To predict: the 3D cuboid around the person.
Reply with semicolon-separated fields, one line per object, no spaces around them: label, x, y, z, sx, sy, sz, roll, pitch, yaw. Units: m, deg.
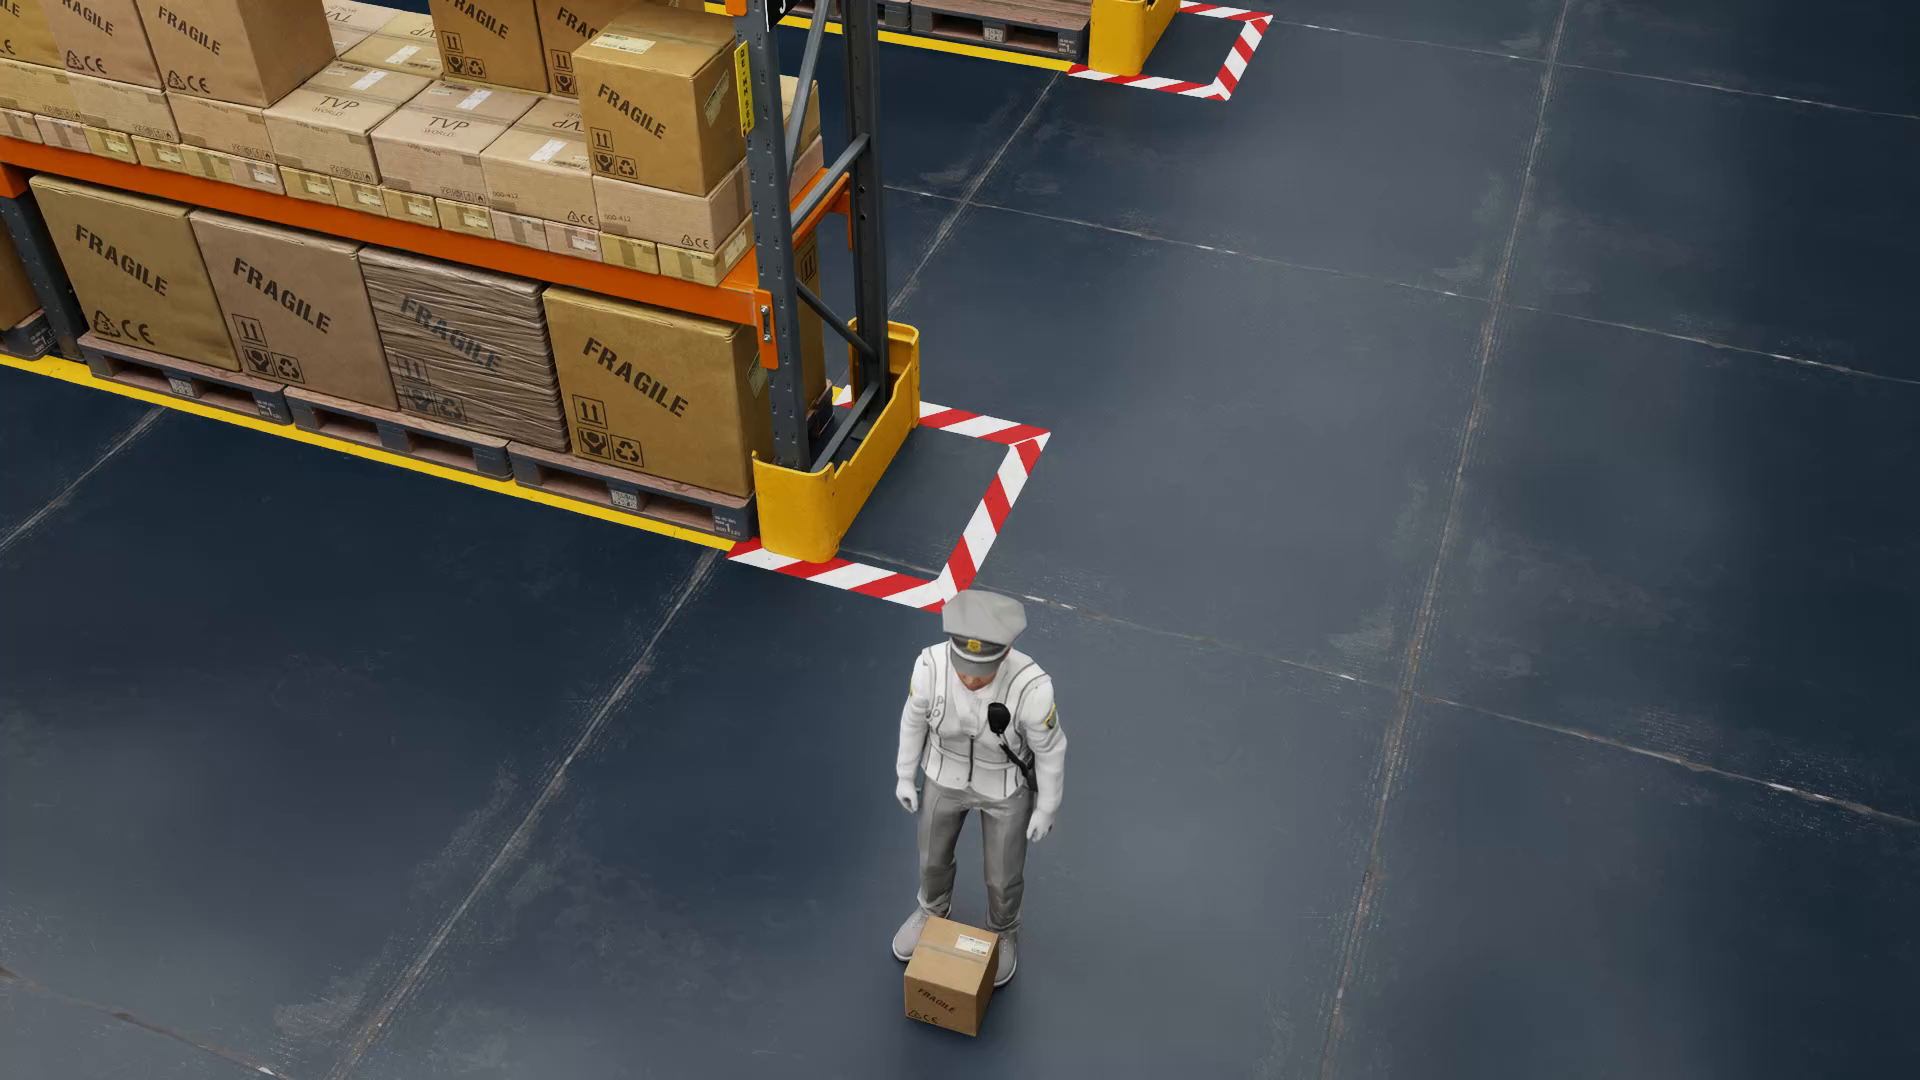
person;0.057;0.783;5.276;0.547;1.667;0.369;12;43;13
